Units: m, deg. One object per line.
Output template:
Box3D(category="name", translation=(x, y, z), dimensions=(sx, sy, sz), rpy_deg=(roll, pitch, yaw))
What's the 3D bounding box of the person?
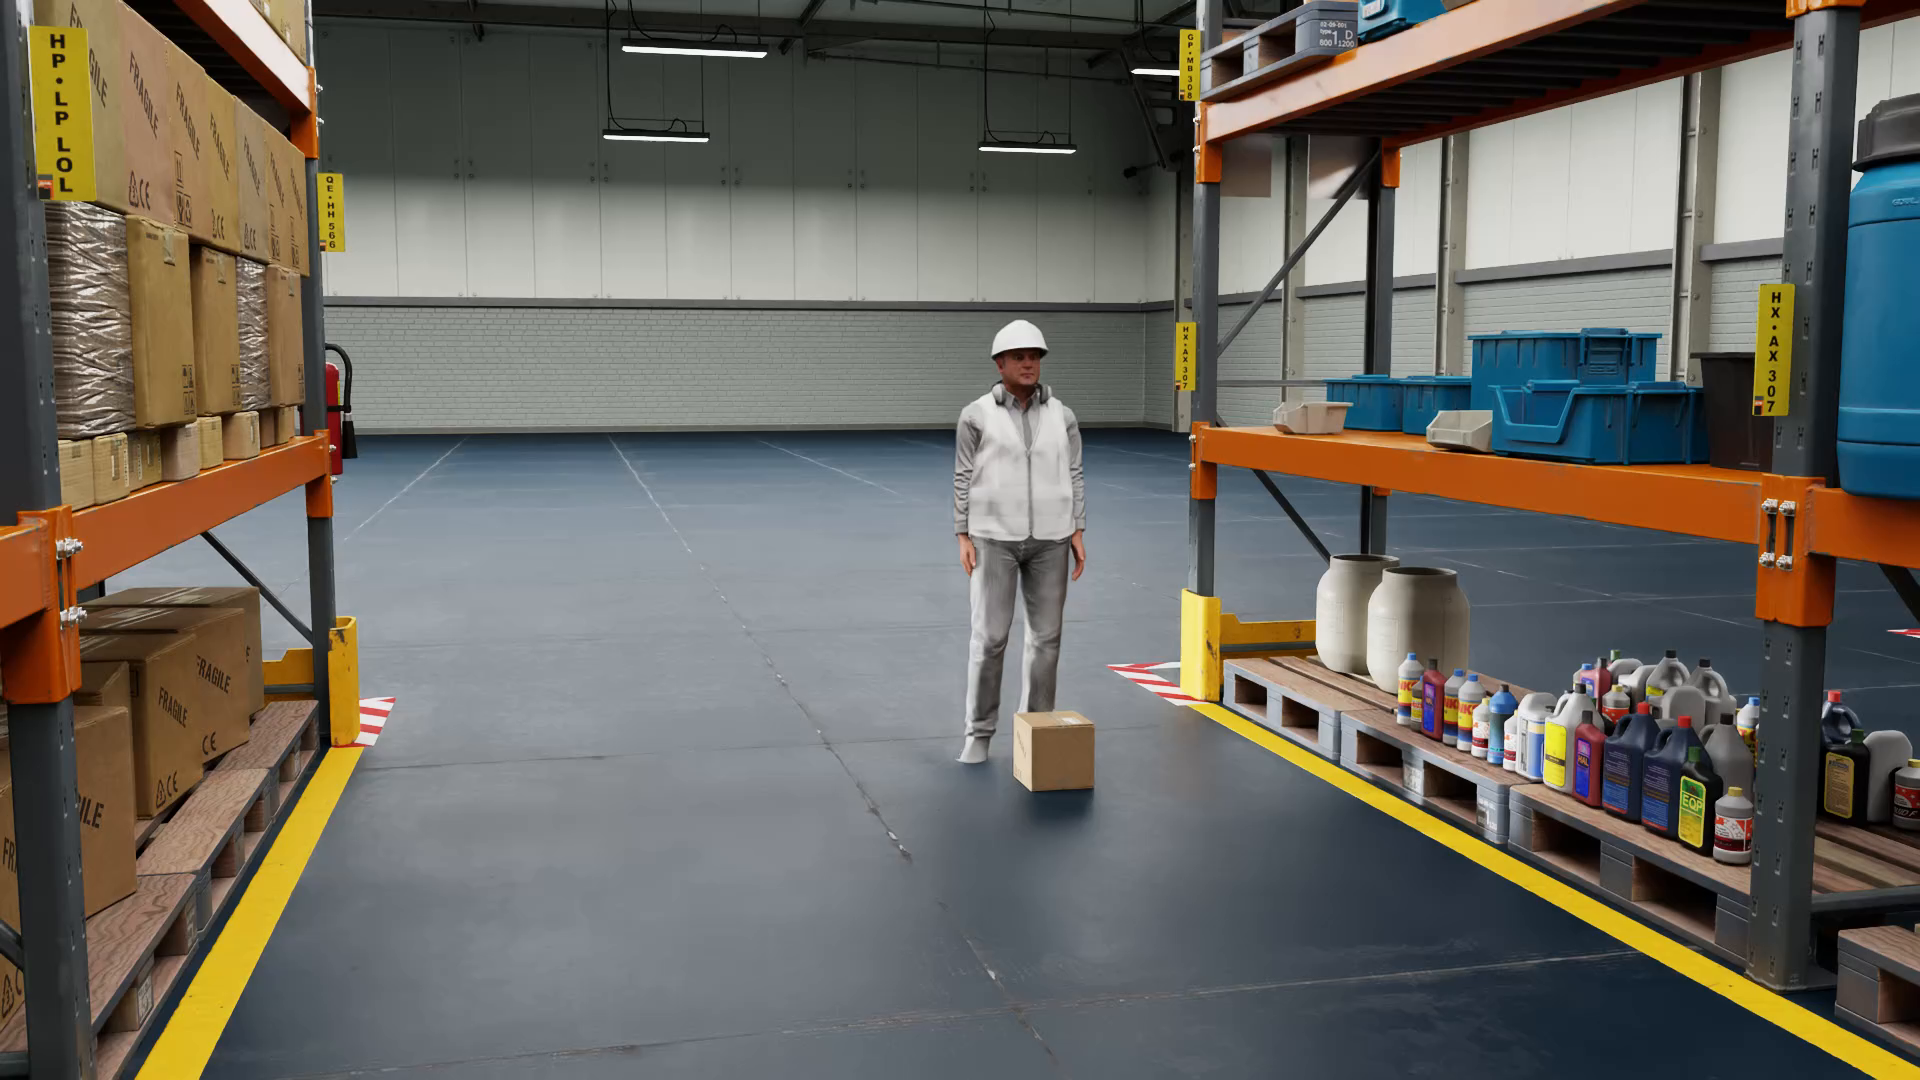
Box3D(category="person", translation=(0.252, 0.029, 6.766), dimensions=(0.554, 1.833, 0.406), rpy_deg=(-1, 6, -13))
